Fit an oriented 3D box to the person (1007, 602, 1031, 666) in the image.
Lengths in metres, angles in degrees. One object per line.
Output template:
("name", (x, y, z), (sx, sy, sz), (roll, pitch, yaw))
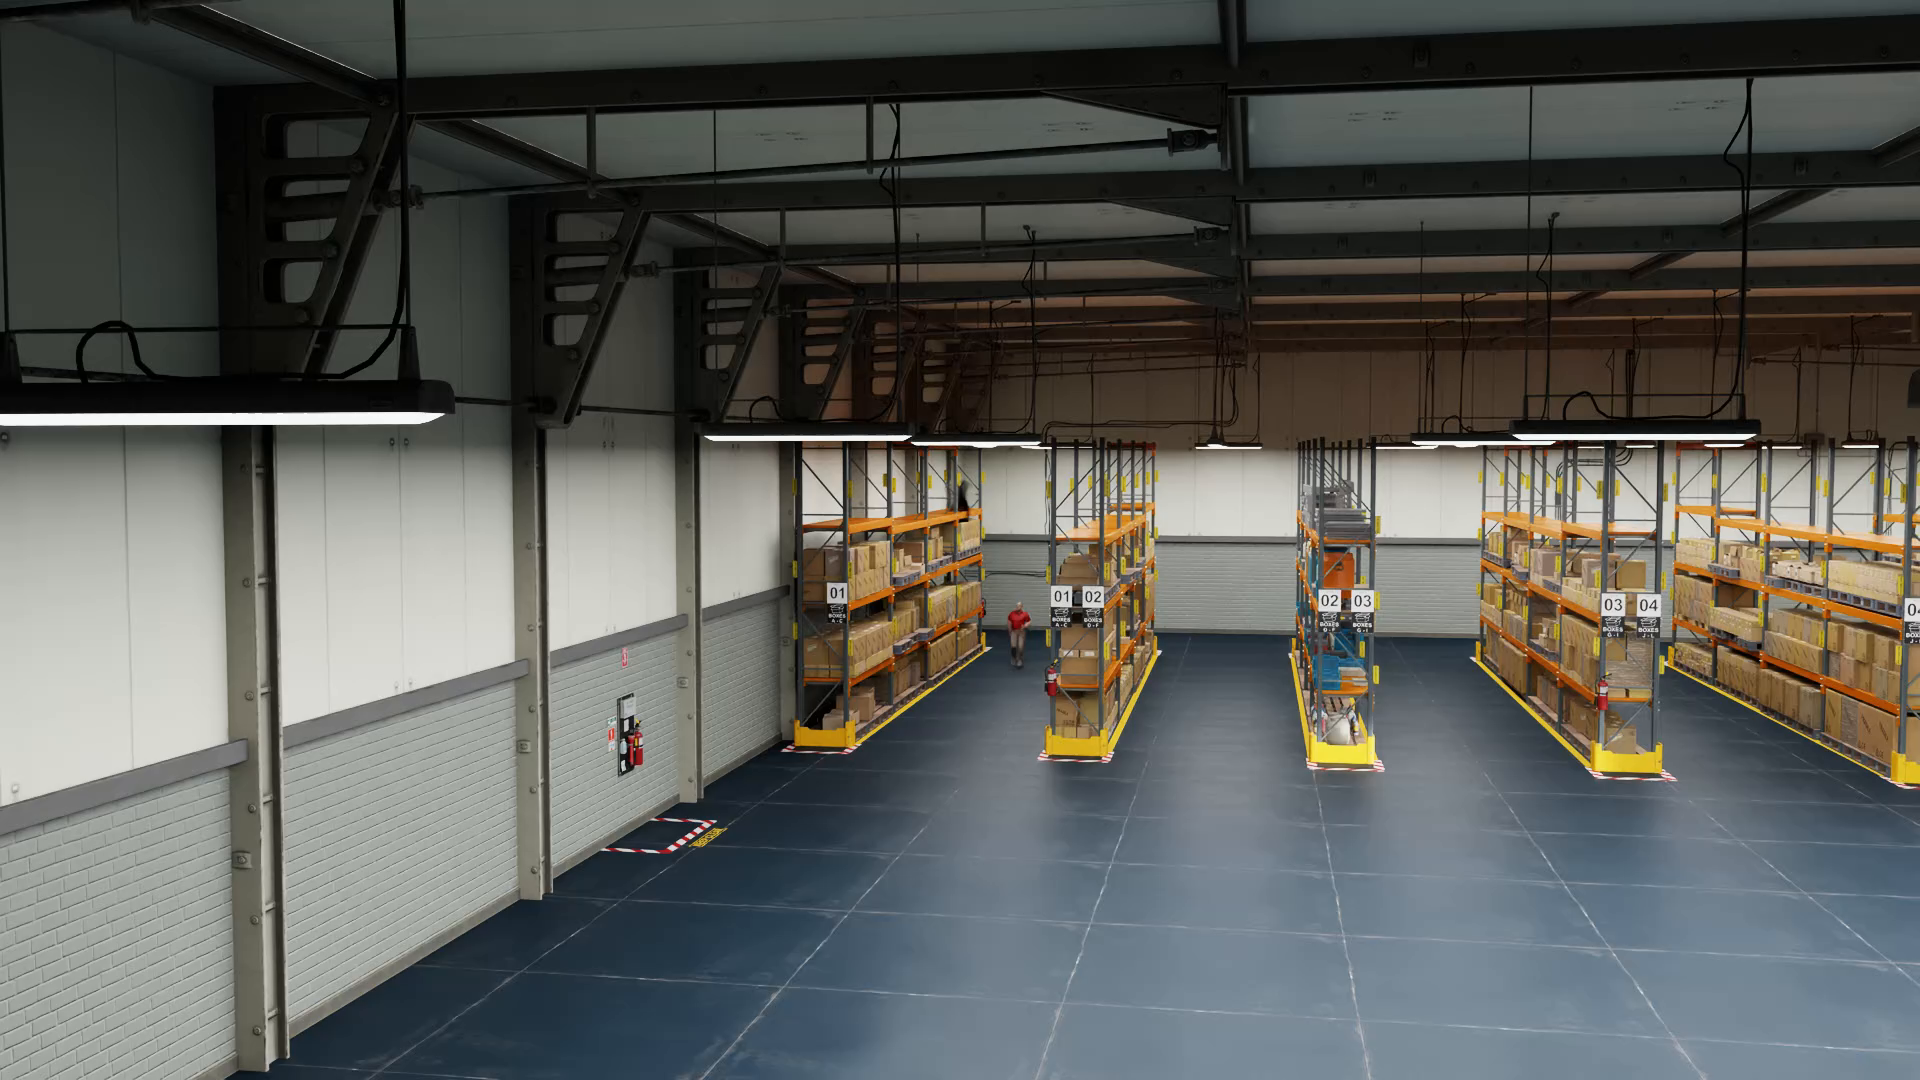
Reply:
("person", (1.573, 2.529, 44.464), (0.647, 1.725, 0.679), (0, 3, 5))
